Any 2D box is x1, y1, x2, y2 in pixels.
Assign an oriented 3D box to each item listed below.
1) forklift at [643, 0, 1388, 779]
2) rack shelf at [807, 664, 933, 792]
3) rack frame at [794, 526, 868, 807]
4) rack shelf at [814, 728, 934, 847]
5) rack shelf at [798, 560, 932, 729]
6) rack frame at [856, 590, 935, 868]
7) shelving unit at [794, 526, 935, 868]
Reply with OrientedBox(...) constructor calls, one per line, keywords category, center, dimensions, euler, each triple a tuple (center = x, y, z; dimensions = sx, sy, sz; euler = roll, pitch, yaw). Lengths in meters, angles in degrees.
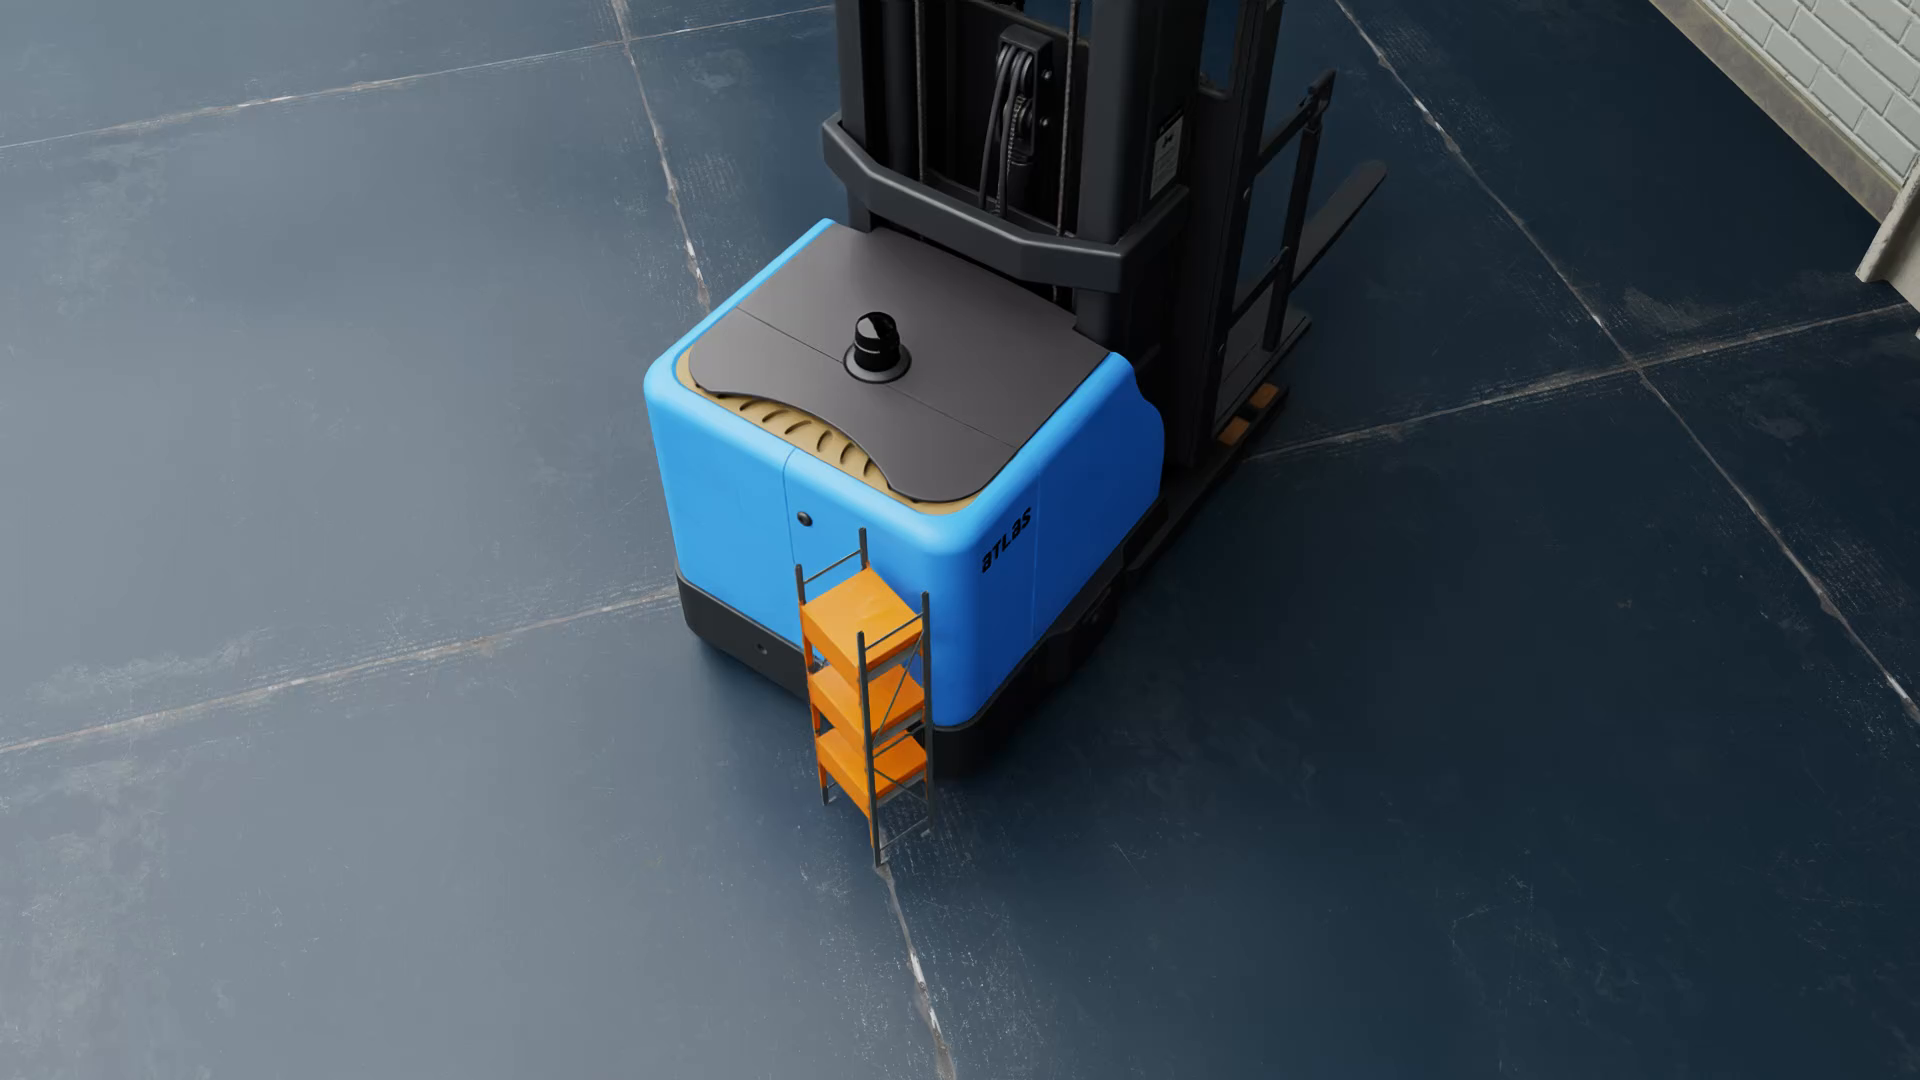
OrientedBox(category="forklift", center=(0.434, -1.382, 4.498), dimensions=(1.130, 2.935, 3.031), euler=(28, 55, 22))
OrientedBox(category="rack shelf", center=(-0.226, 0.435, 4.211), dimensions=(0.215, 0.259, 0.240), euler=(-31, 56, -23))
OrientedBox(category="rack frame", center=(-0.301, 0.354, 4.265), dimensions=(0.200, 1.050, 0.008), euler=(-31, 56, -23))
OrientedBox(category="rack shelf", center=(-0.226, 0.614, 4.423), dimensions=(0.215, 0.259, 0.240), euler=(-31, 56, -23))
OrientedBox(category="rack shelf", center=(-0.226, 0.252, 3.994), dimensions=(0.215, 0.259, 0.240), euler=(-31, 56, -23))
OrientedBox(category="rack frame", center=(-0.151, 0.501, 4.141), dimensions=(0.200, 1.050, 0.008), euler=(-31, 56, -23))
OrientedBox(category="shelving unit", center=(-0.226, 0.428, 4.203), dimensions=(0.215, 1.050, 0.252), euler=(-31, 56, -23))
